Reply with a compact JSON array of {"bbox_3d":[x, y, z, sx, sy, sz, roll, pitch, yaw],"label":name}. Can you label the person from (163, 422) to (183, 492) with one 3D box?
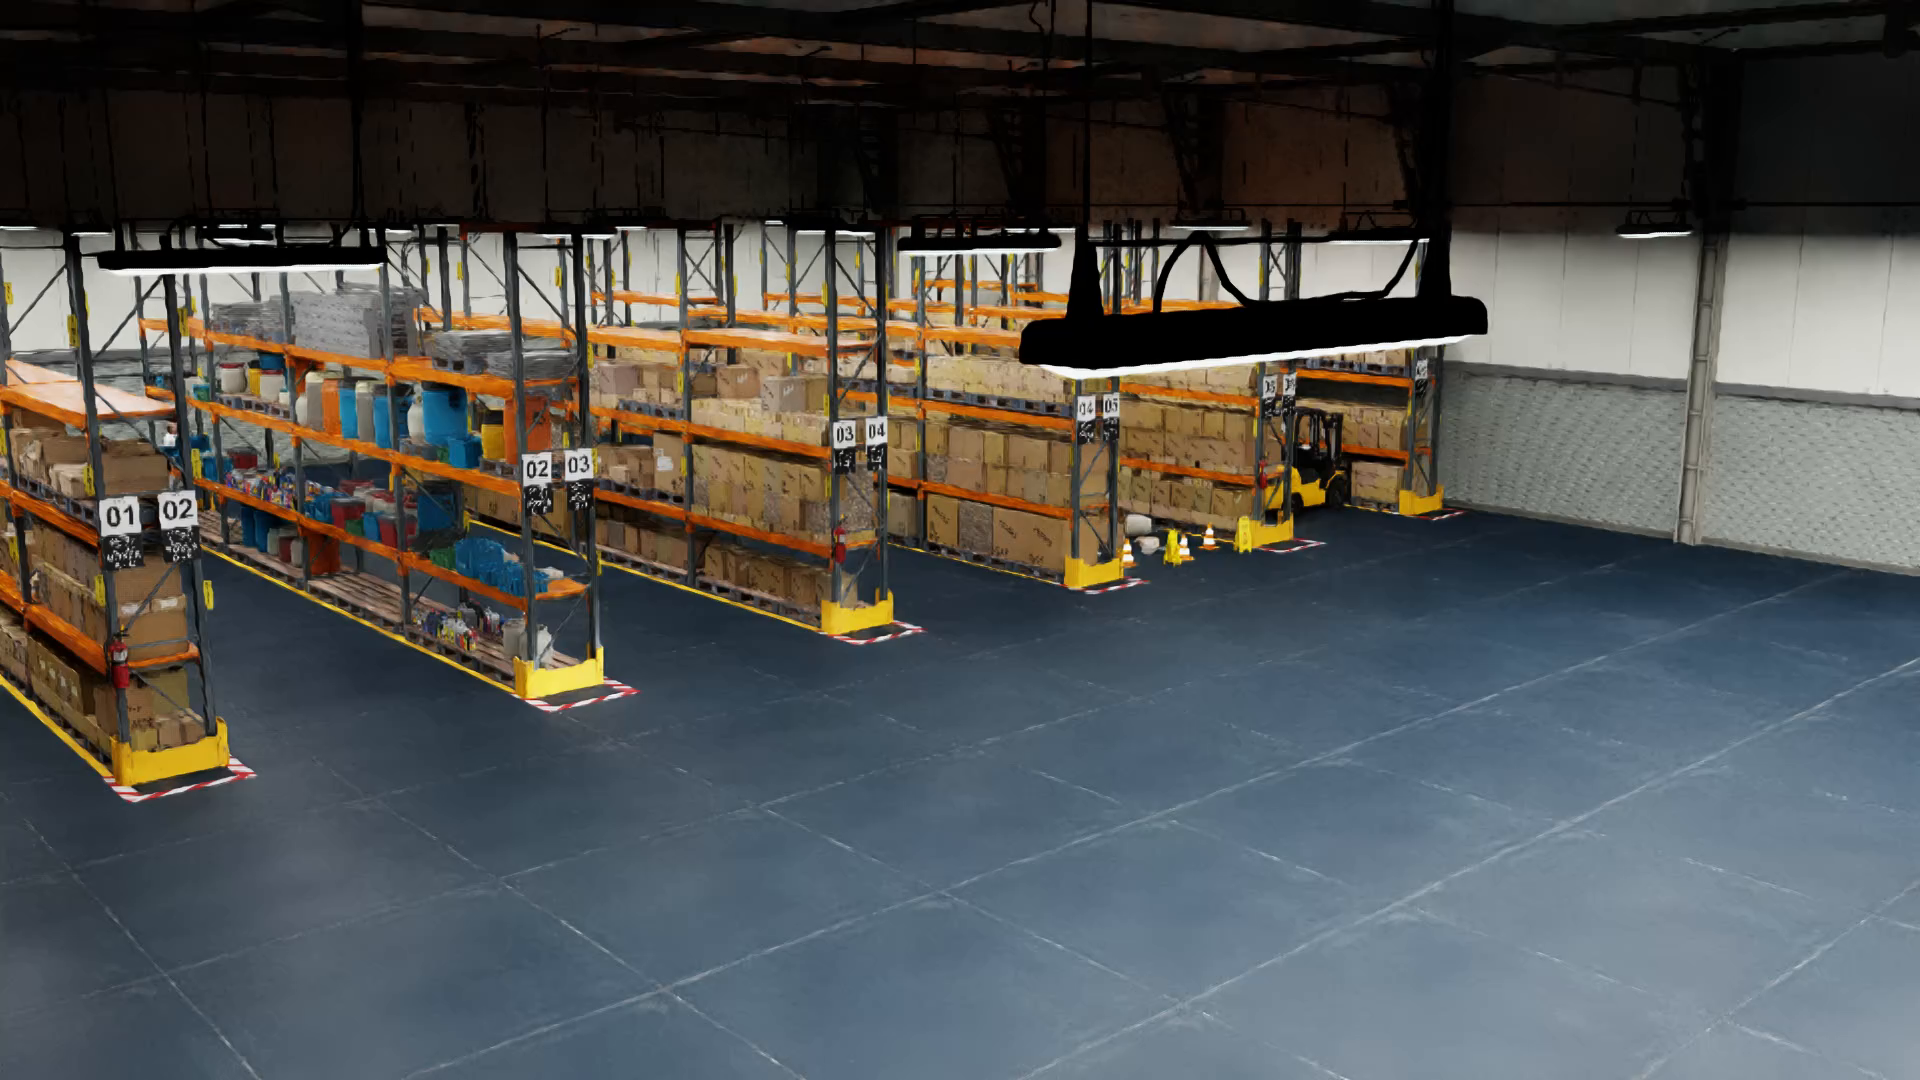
[{"bbox_3d":[-16.802,-1.617,35.397,0.501,1.777,0.751,0,11,0],"label":"person"}]
